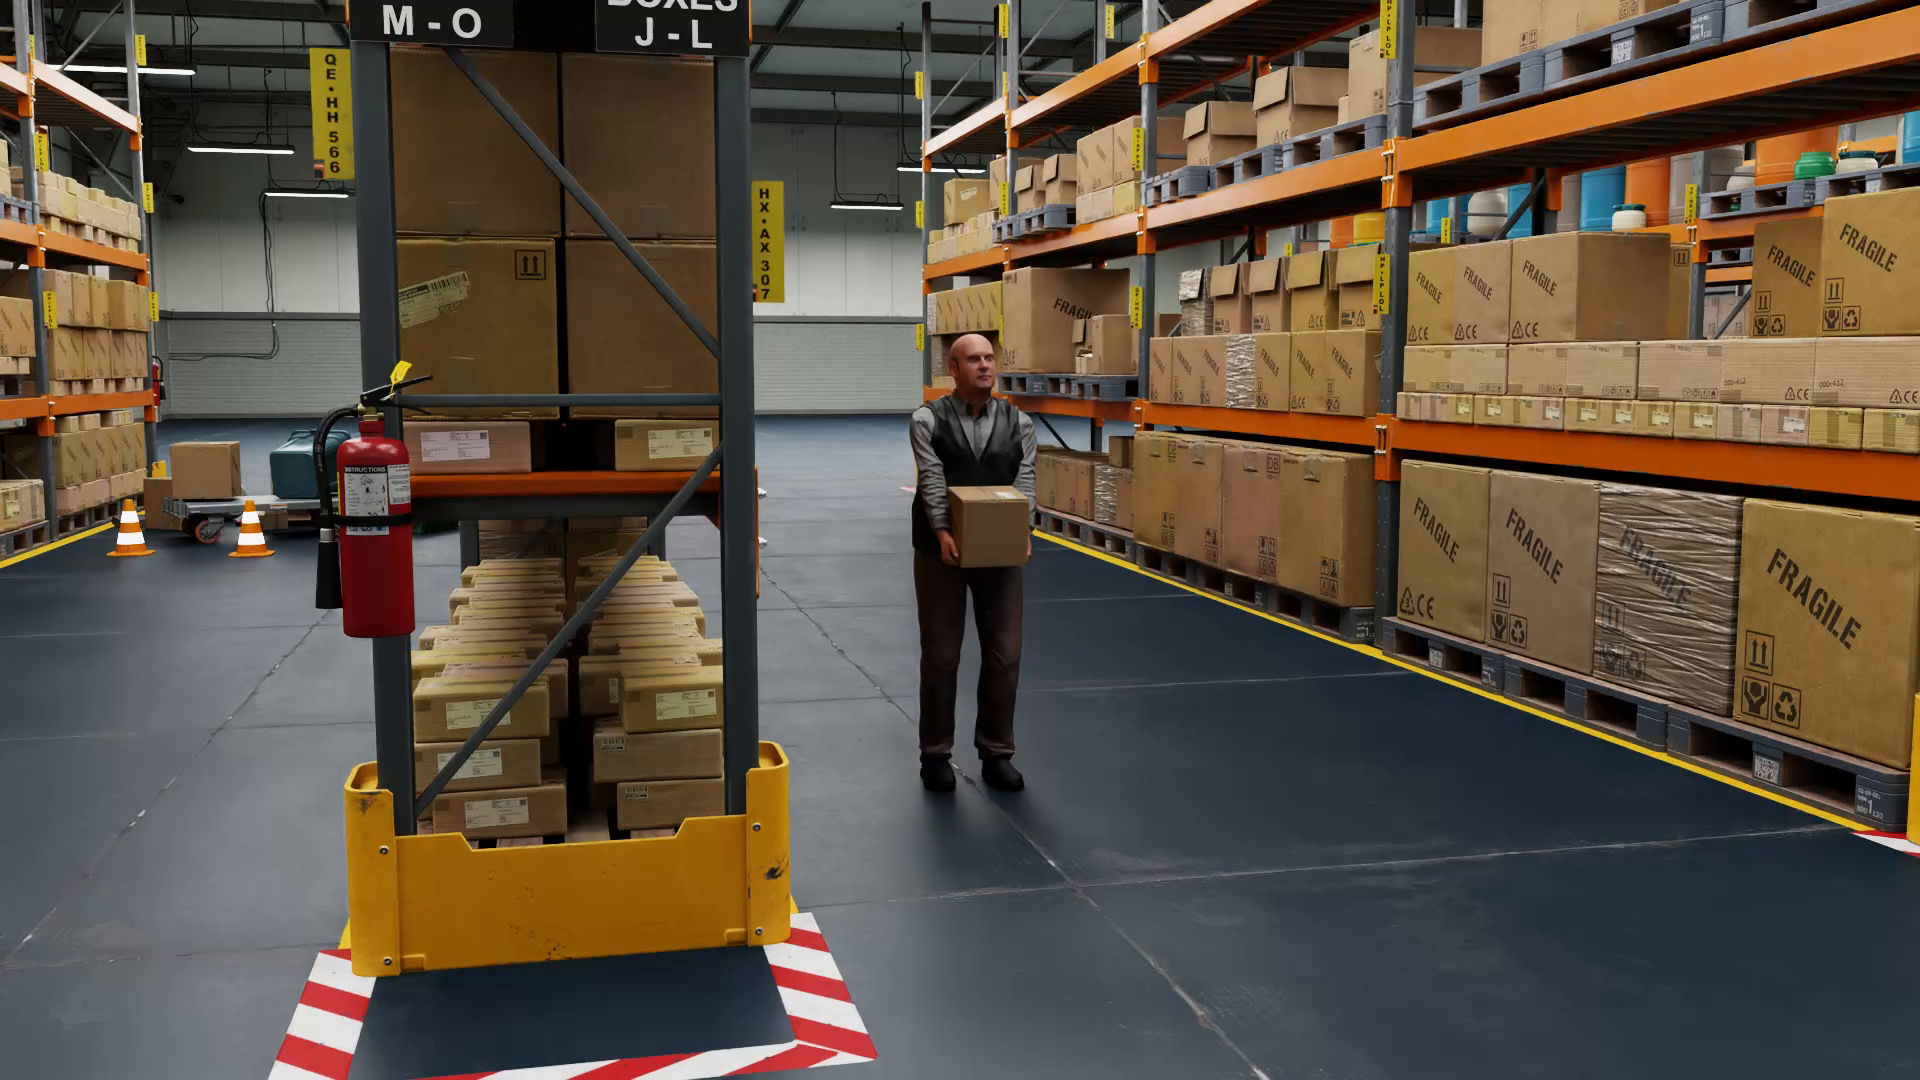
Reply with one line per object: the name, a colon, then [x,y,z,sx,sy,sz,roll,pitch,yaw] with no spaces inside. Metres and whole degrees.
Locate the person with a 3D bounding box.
person: [0.073,0.084,6.299,0.495,1.718,0.547,-1,6,-13]
